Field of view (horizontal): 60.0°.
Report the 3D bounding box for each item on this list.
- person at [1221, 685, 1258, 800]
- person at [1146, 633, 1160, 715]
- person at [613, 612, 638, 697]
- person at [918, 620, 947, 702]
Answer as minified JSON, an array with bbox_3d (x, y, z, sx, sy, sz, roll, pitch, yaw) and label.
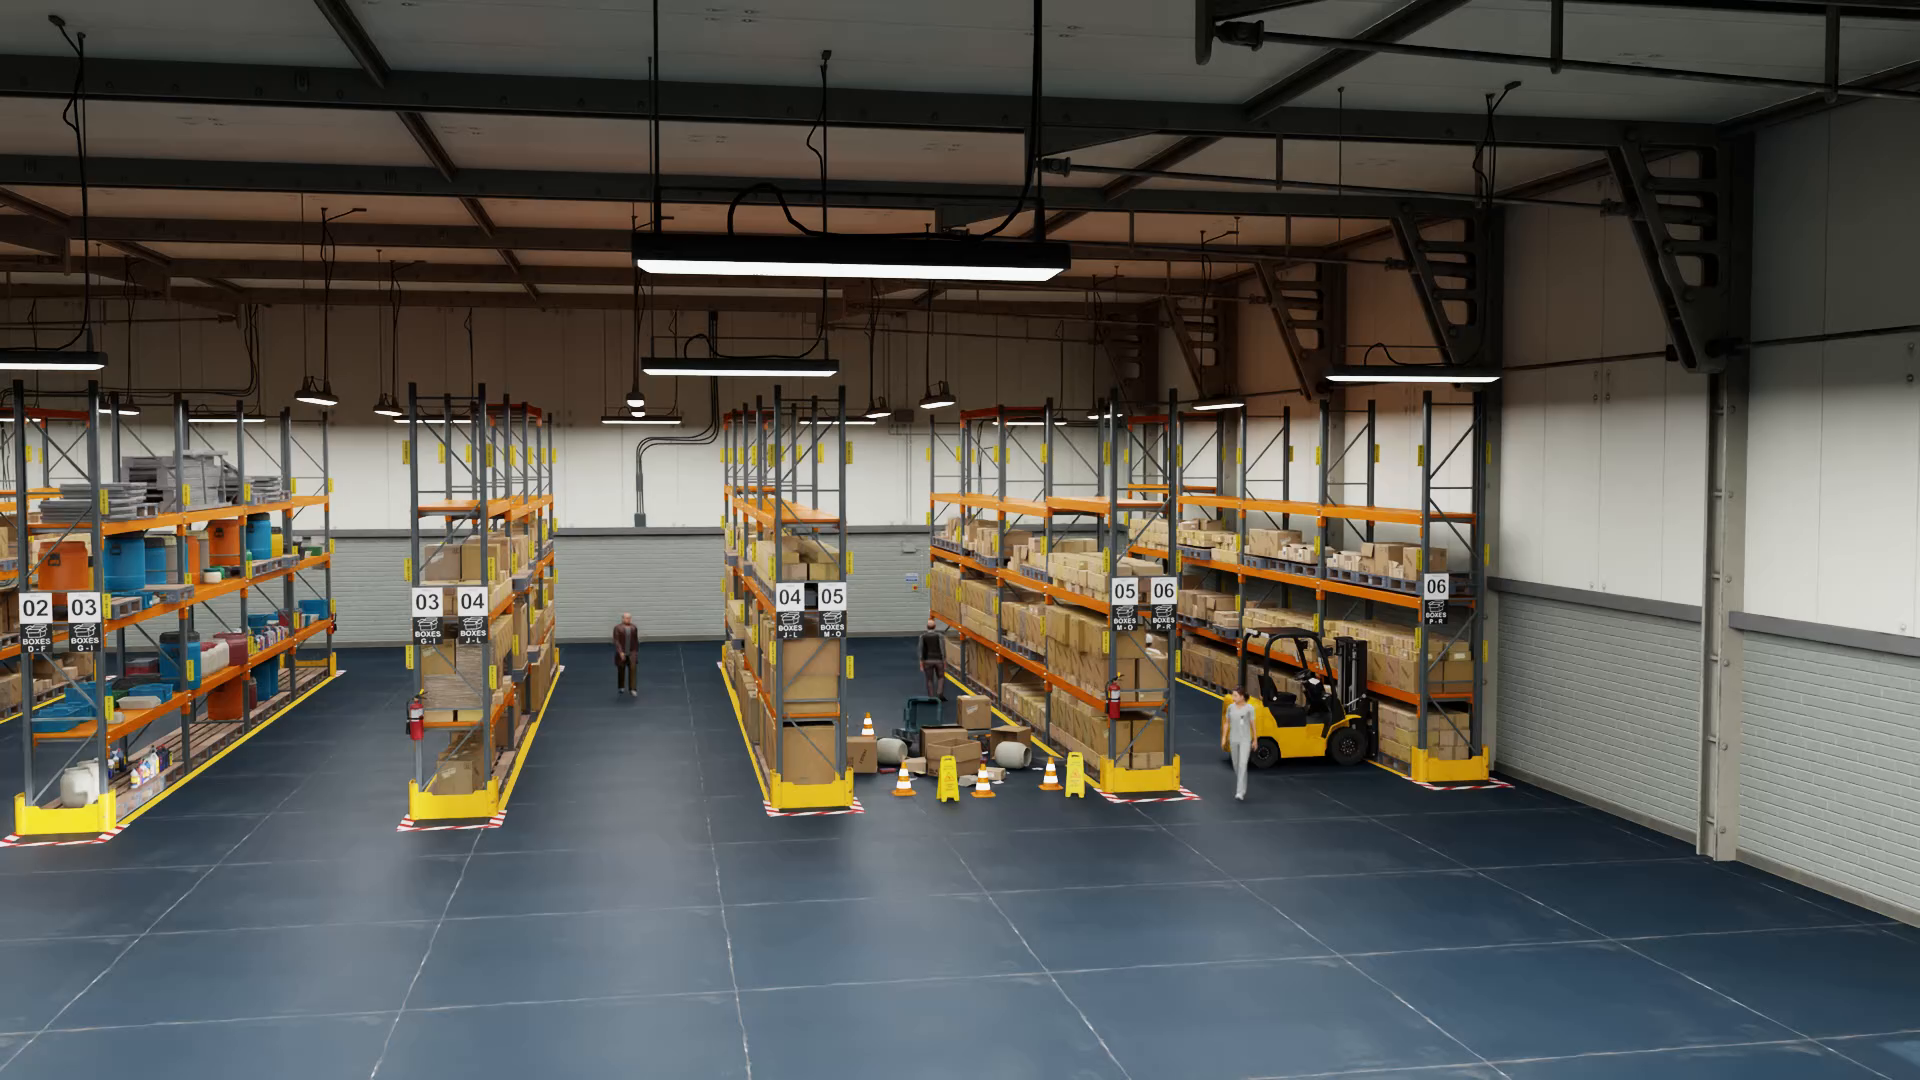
[{"bbox_3d":[4.089,2.946,24.389,0.478,1.643,0.904,2,3,33],"label":"person"},{"bbox_3d":[3.390,2.610,30.116,0.580,1.829,0.563,-1,3,-15],"label":"person"},{"bbox_3d":[-6.936,2.362,34.653,0.564,1.717,1.041,-1,3,-26],"label":"person"},{"bbox_3d":[-0.551,2.453,33.258,0.577,1.711,0.478,0,3,-2],"label":"person"}]
